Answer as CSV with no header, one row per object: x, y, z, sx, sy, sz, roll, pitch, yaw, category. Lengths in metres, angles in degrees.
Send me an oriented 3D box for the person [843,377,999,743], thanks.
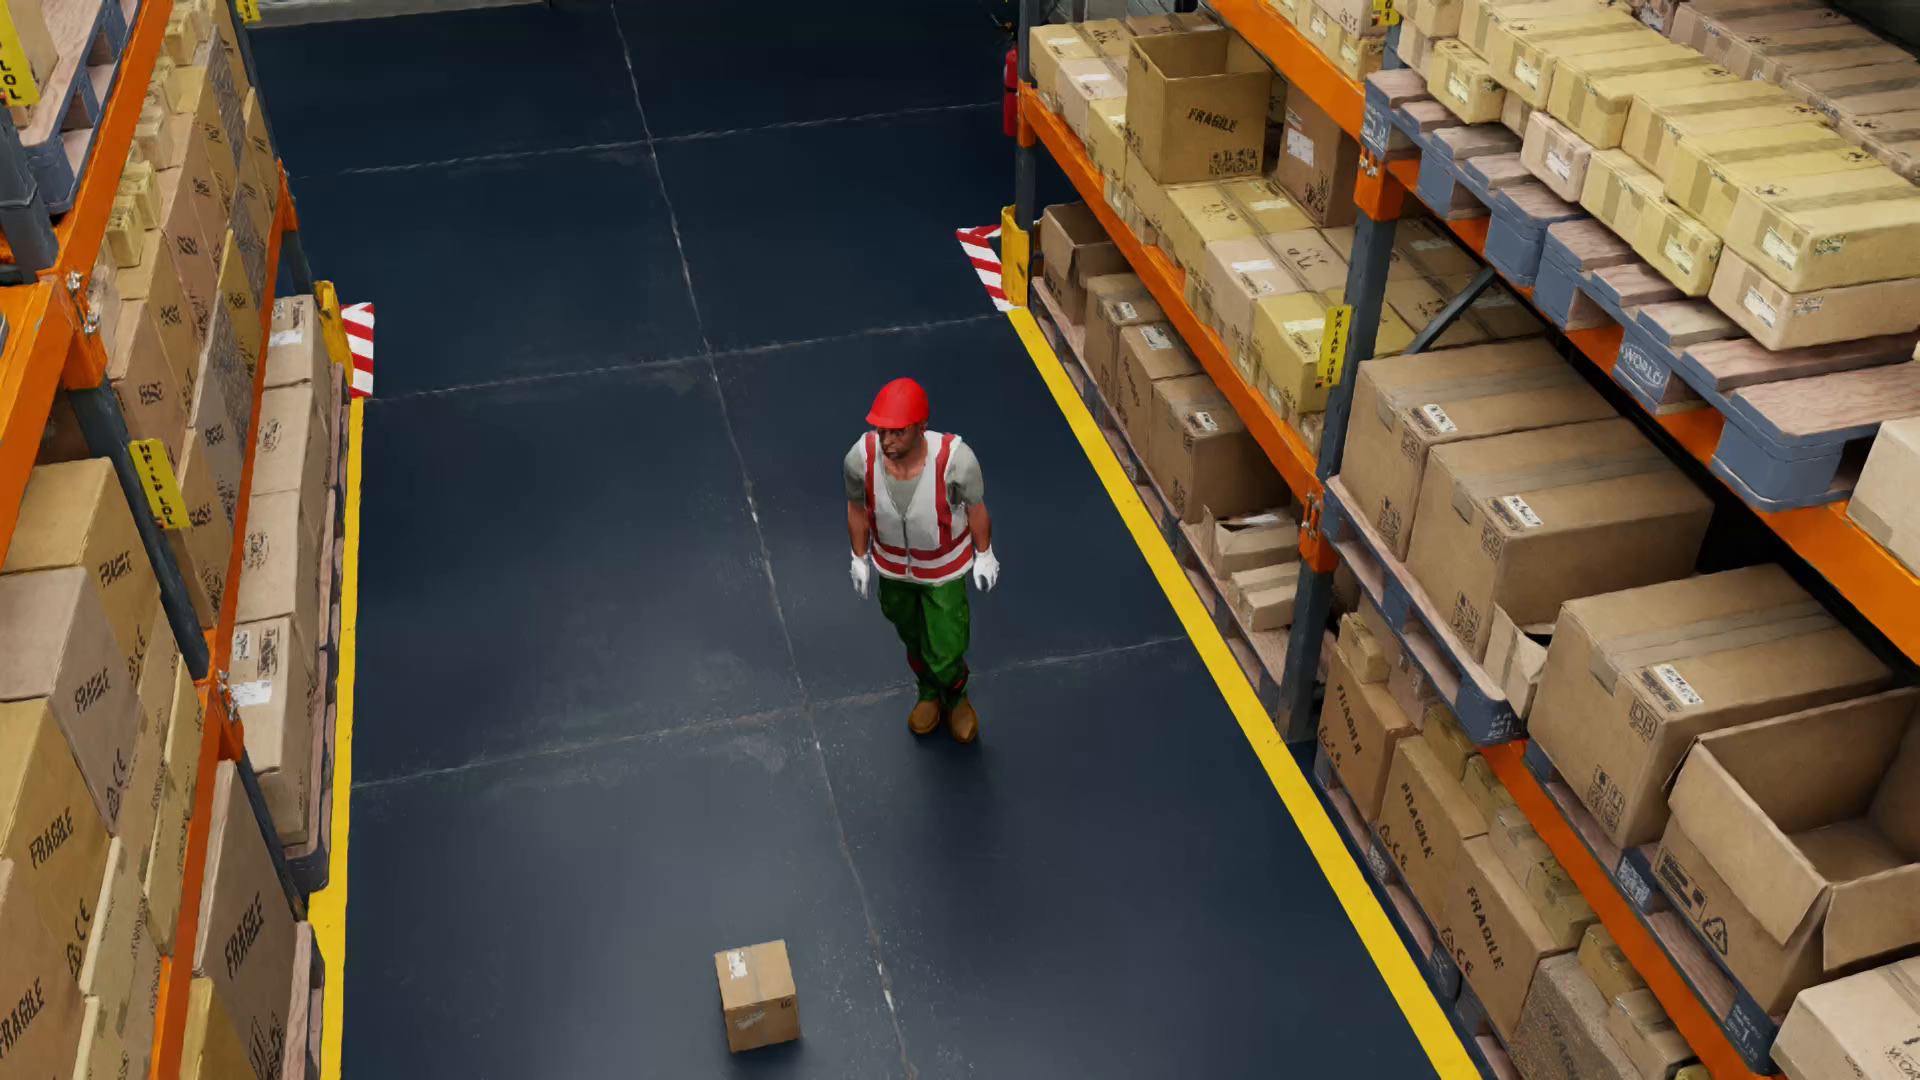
-0.160,0.102,6.534,0.581,1.772,0.497,11,39,14,person
